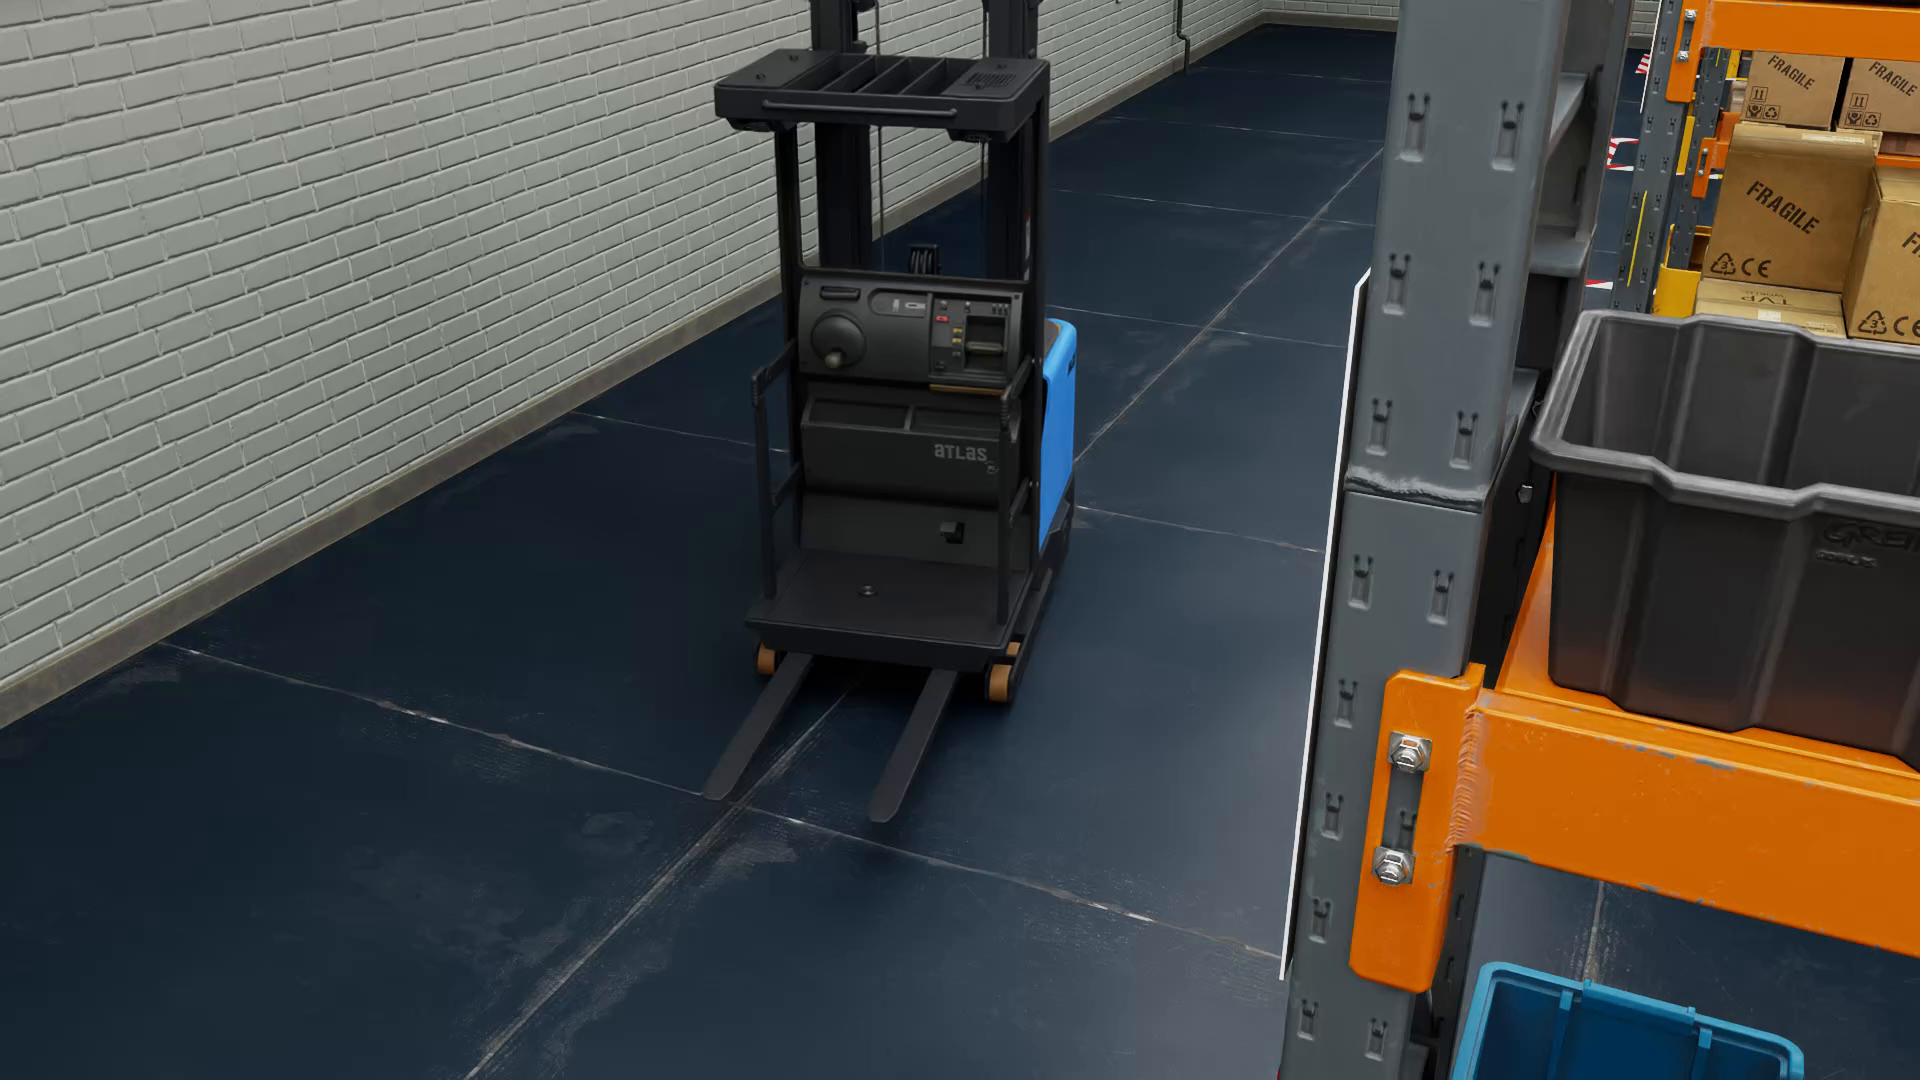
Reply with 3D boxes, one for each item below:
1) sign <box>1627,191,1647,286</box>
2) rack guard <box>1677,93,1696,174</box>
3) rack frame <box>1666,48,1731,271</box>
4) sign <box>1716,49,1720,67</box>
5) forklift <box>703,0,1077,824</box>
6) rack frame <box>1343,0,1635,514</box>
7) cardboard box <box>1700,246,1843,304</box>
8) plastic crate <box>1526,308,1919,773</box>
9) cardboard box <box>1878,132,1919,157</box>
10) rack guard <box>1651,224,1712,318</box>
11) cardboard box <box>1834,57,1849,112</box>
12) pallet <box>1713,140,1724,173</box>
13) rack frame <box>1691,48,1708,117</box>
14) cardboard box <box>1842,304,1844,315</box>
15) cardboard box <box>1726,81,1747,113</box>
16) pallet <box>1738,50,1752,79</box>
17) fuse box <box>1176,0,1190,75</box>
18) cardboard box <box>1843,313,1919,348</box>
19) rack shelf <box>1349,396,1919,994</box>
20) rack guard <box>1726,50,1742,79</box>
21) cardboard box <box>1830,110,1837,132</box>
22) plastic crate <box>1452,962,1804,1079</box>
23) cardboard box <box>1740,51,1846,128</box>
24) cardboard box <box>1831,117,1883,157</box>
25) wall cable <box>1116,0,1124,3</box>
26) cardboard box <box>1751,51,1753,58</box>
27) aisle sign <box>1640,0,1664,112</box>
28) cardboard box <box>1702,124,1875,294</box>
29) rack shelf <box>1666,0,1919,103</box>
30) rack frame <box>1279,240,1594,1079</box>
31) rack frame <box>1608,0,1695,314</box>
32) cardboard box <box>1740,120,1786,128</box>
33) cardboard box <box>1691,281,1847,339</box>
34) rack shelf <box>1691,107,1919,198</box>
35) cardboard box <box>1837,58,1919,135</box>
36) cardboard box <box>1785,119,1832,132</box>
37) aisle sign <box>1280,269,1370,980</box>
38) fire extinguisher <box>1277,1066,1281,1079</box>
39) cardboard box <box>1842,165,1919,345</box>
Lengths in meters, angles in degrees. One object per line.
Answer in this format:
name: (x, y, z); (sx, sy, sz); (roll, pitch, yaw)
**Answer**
sign: (2.437, -1.083, 5.985); (0.005, 0.325, 0.100); (11, 28, 22)
rack guard: (6.753, -3.749, 15.299); (0.348, 0.500, 1.175); (11, 28, 22)
rack frame: (4.818, -2.857, 10.658); (0.127, 3.000, 1.000); (11, 28, 22)
sign: (4.593, -3.028, 10.023); (0.005, 0.325, 0.100); (11, 28, 22)
forklift: (-0.251, -0.821, 6.598); (1.130, 2.935, 3.031); (6, 27, 11)
rack frame: (0.622, -1.582, 1.275); (0.127, 3.000, 1.000); (11, 28, 22)
cardboard box: (3.223, -0.966, 6.649); (0.500, 0.250, 0.500); (11, 28, 21)
plastic crate: (0.857, 0.005, 1.595); (0.590, 0.269, 0.497); (11, 28, 22)
cardboard box: (5.741, -2.461, 10.137); (0.250, 0.149, 0.380); (13, 29, 24)
rack guard: (4.887, -1.722, 11.182); (0.348, 0.500, 1.175); (11, 28, 22)
cardboard box: (5.800, -2.961, 10.418); (0.500, 0.500, 0.500); (11, 28, 21)
pallet: (7.535, -3.500, 15.121); (1.213, 0.211, 1.003); (11, 28, 22)
rack frame: (6.775, -4.866, 14.738); (0.127, 3.000, 1.000); (11, 28, 22)
cardboard box: (3.685, -0.873, 6.460); (0.500, 0.250, 0.500); (11, 28, 21)
cardboard box: (7.417, -3.825, 15.048); (0.875, 0.438, 0.875); (10, 28, 20)
pallet: (9.621, -5.452, 19.086); (1.213, 0.211, 1.003); (11, 28, 22)
fuse box: (2.634, -6.128, 18.759); (0.414, 1.711, 0.539); (11, 28, 22)
cardboard box: (3.474, -0.659, 6.026); (0.500, 0.250, 0.500); (11, 28, 21)
rack shelf: (2.443, 0.453, 1.353); (4.000, 0.370, 1.077); (11, 28, 22)
rack guard: (8.895, -5.727, 19.317); (0.348, 0.500, 1.175); (11, 28, 22)
cardboard box: (5.677, -2.698, 10.619); (0.250, 0.149, 0.380); (11, 28, 21)
plastic crate: (1.004, 1.053, 2.607); (0.499, 0.435, 0.616); (11, 28, 22)
cardboard box: (5.112, -2.843, 10.178); (0.500, 0.500, 0.500); (13, 29, 24)
cardboard box: (5.448, -2.453, 10.121); (0.250, 0.149, 0.380); (11, 28, 20)
wall cable: (1.632, -6.358, 16.582); (0.123, 1.953, 0.585); (11, 28, 22)
cardboard box: (9.343, -5.781, 18.947); (0.637, 0.503, 0.797); (10, 28, 20)
aisle sign: (2.483, -1.940, 5.852); (0.004, 0.787, 0.394); (11, 28, 22)
cardboard box: (3.225, -1.301, 6.480); (0.500, 0.500, 0.500); (12, 29, 22)
rack shelf: (4.493, -1.539, 5.398); (4.000, 0.370, 1.077); (11, 28, 22)
rack frame: (0.622, 1.110, 2.600); (0.127, 3.000, 1.000); (11, 28, 22)
rack frame: (2.672, -0.882, 6.645); (0.127, 3.000, 1.000); (11, 28, 22)
cardboard box: (4.977, -2.554, 10.325); (0.250, 0.149, 0.380); (11, 28, 21)
cardboard box: (2.998, -0.751, 6.213); (0.500, 0.250, 0.500); (11, 28, 20)
rack shelf: (6.638, -2.169, 10.074); (4.000, 0.370, 1.077); (11, 28, 22)
cardboard box: (5.610, -2.755, 10.000); (0.500, 0.500, 0.500); (11, 28, 22)
cardboard box: (5.226, -2.524, 10.265); (0.250, 0.149, 0.380); (12, 29, 24)
aisle sign: (0.434, 0.050, 1.810); (0.004, 0.787, 0.394); (11, 28, 22)
fire extinguisher: (0.673, 1.102, 3.126); (0.183, 0.674, 0.296); (11, 28, 22)
cardboard box: (3.453, -0.996, 5.862); (0.500, 0.500, 0.500); (11, 28, 21)
